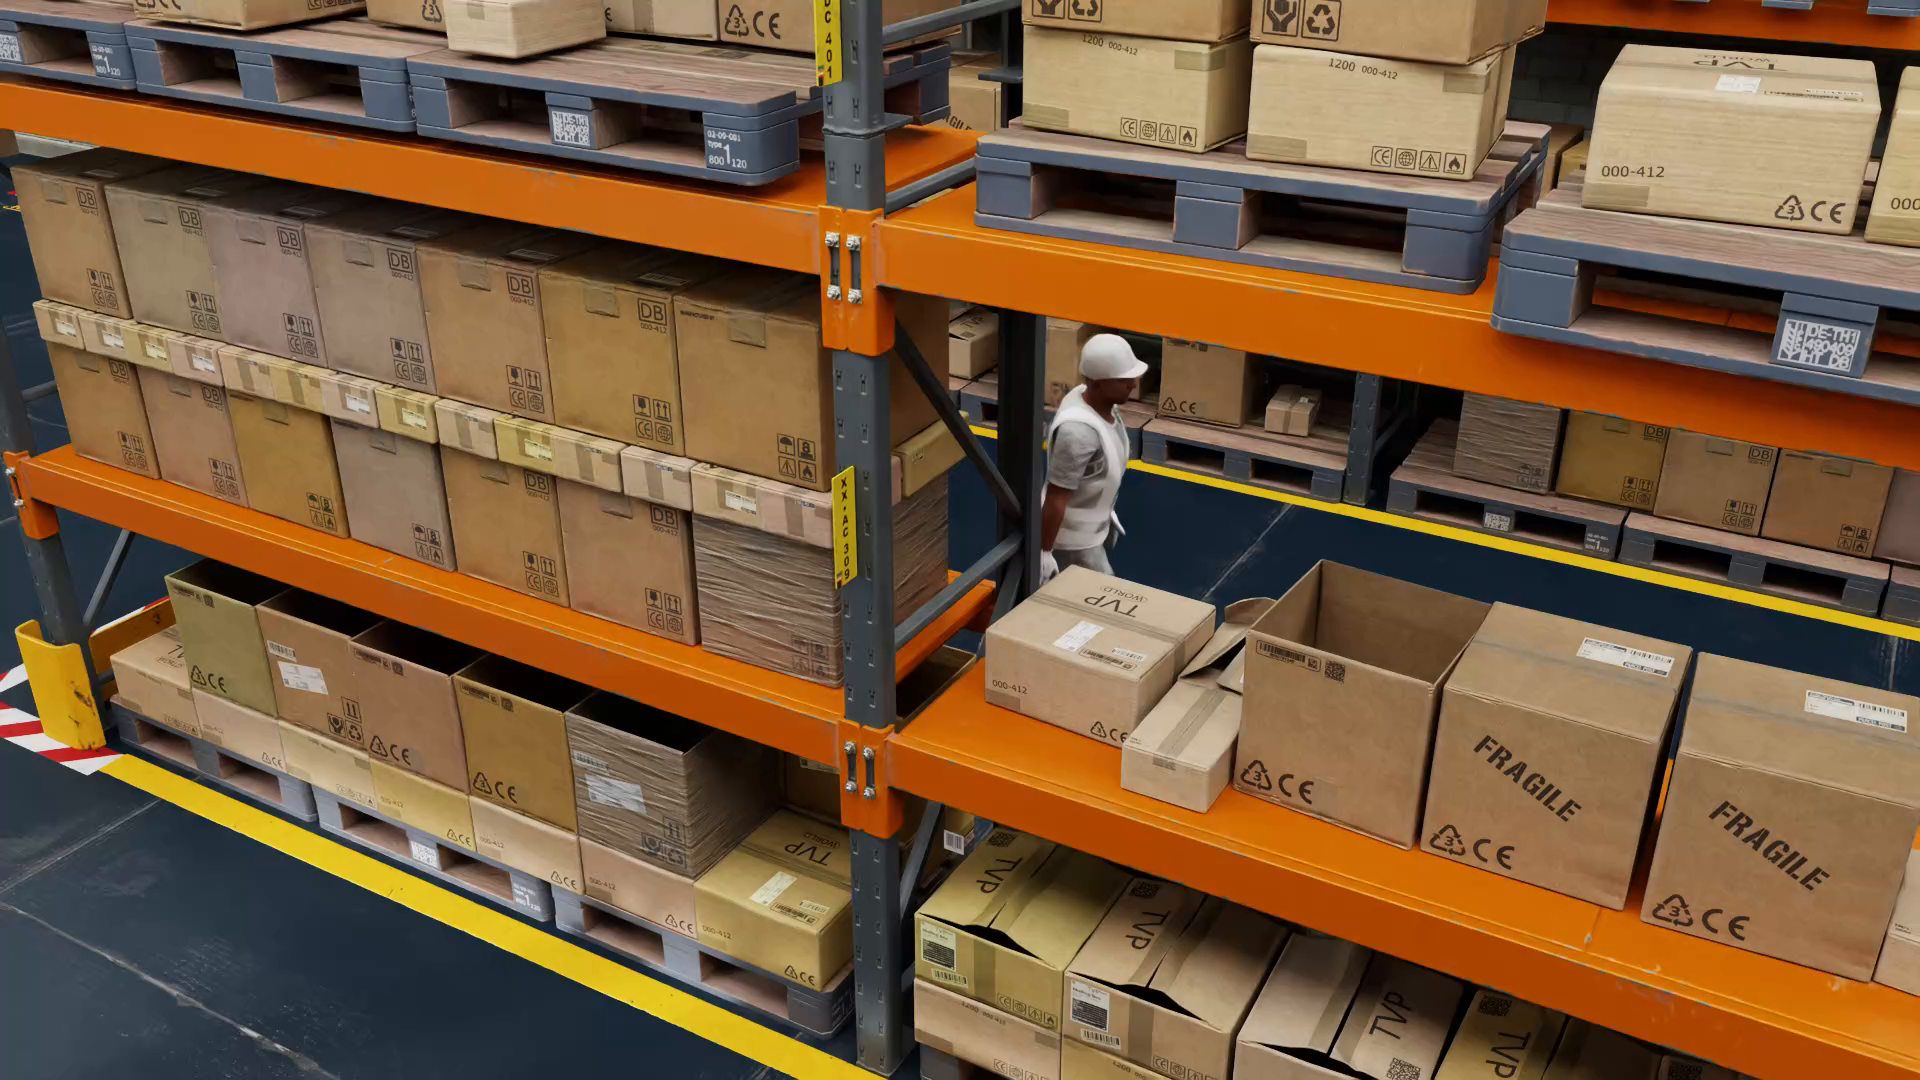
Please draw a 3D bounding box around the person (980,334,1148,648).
[{"bbox_3d":[0.522,-0.038,6.913,0.944,1.737,0.607,4,27,7],"label":"person"}]
